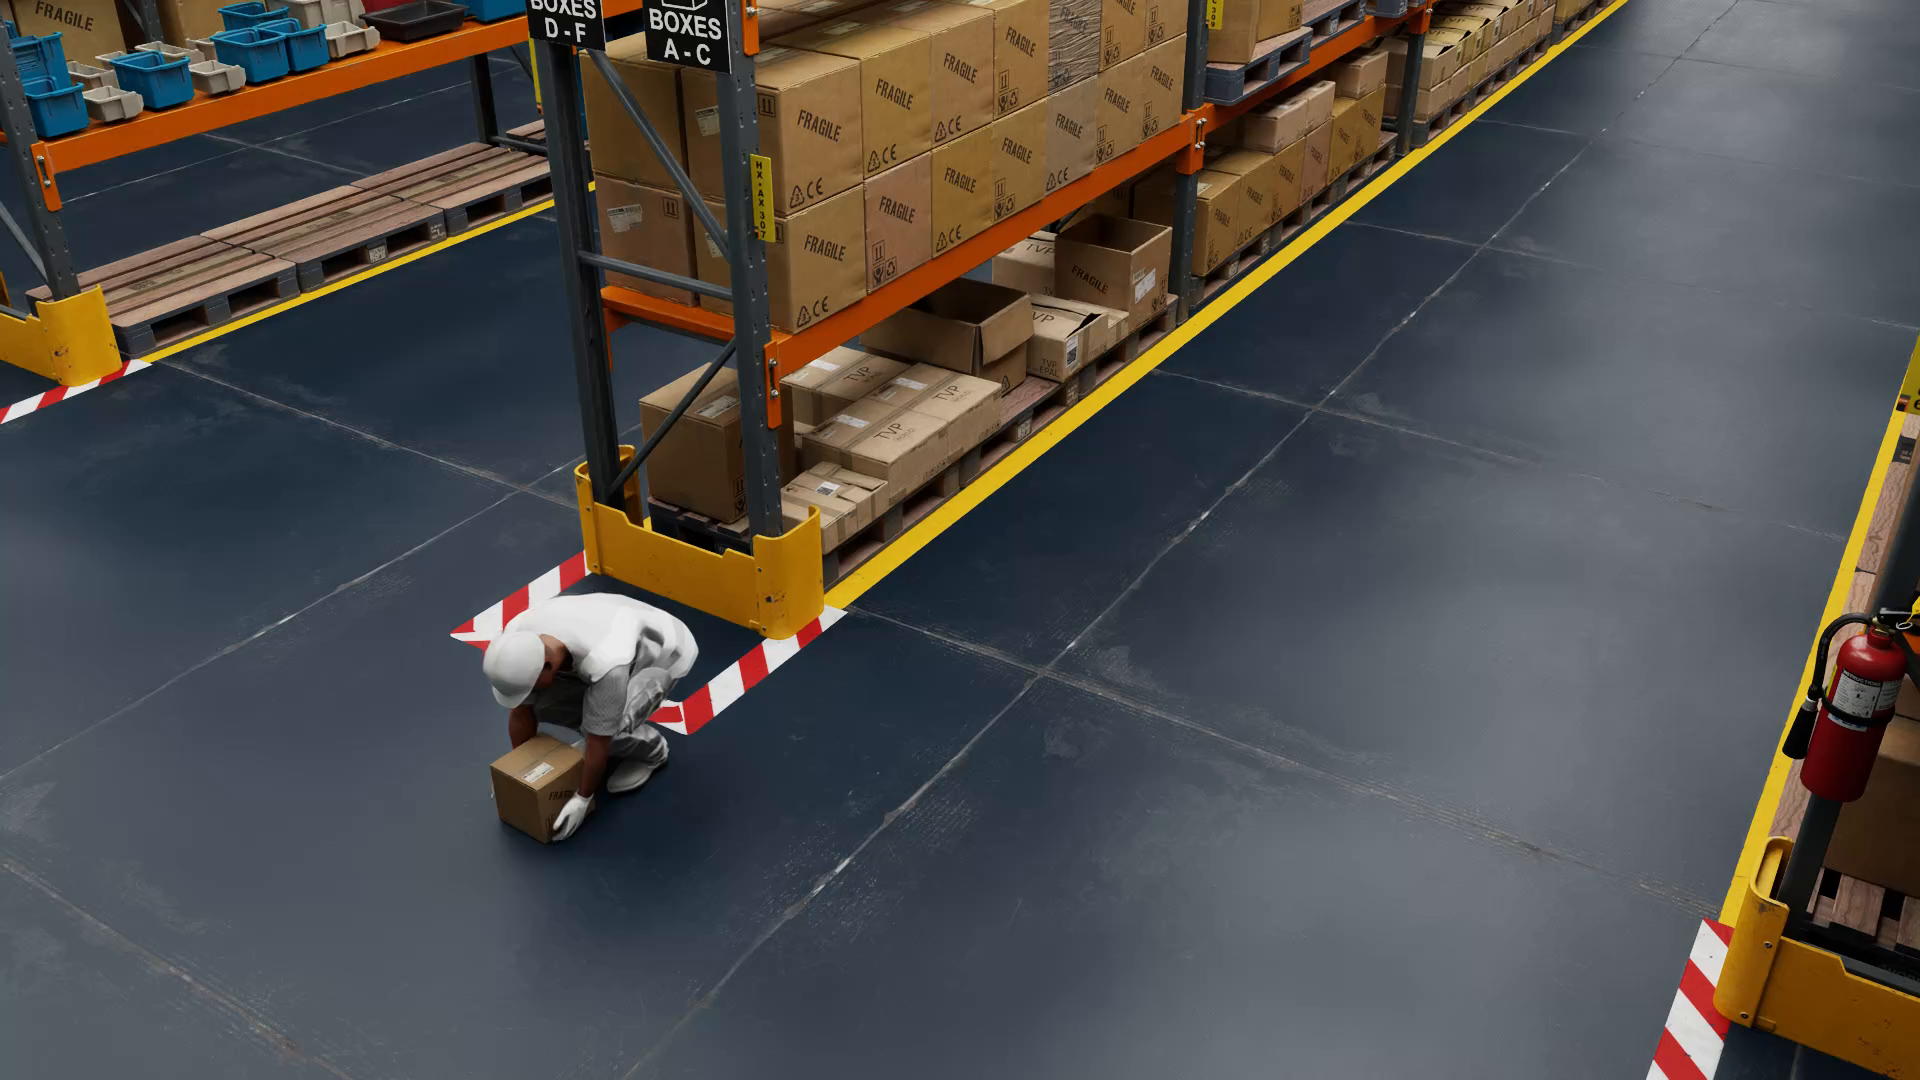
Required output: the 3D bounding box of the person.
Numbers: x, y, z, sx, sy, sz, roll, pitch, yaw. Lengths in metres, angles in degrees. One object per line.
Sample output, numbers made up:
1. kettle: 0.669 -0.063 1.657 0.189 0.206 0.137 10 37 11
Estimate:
1. person: -1.350 0.558 6.115 0.573 0.897 0.906 21 36 31
